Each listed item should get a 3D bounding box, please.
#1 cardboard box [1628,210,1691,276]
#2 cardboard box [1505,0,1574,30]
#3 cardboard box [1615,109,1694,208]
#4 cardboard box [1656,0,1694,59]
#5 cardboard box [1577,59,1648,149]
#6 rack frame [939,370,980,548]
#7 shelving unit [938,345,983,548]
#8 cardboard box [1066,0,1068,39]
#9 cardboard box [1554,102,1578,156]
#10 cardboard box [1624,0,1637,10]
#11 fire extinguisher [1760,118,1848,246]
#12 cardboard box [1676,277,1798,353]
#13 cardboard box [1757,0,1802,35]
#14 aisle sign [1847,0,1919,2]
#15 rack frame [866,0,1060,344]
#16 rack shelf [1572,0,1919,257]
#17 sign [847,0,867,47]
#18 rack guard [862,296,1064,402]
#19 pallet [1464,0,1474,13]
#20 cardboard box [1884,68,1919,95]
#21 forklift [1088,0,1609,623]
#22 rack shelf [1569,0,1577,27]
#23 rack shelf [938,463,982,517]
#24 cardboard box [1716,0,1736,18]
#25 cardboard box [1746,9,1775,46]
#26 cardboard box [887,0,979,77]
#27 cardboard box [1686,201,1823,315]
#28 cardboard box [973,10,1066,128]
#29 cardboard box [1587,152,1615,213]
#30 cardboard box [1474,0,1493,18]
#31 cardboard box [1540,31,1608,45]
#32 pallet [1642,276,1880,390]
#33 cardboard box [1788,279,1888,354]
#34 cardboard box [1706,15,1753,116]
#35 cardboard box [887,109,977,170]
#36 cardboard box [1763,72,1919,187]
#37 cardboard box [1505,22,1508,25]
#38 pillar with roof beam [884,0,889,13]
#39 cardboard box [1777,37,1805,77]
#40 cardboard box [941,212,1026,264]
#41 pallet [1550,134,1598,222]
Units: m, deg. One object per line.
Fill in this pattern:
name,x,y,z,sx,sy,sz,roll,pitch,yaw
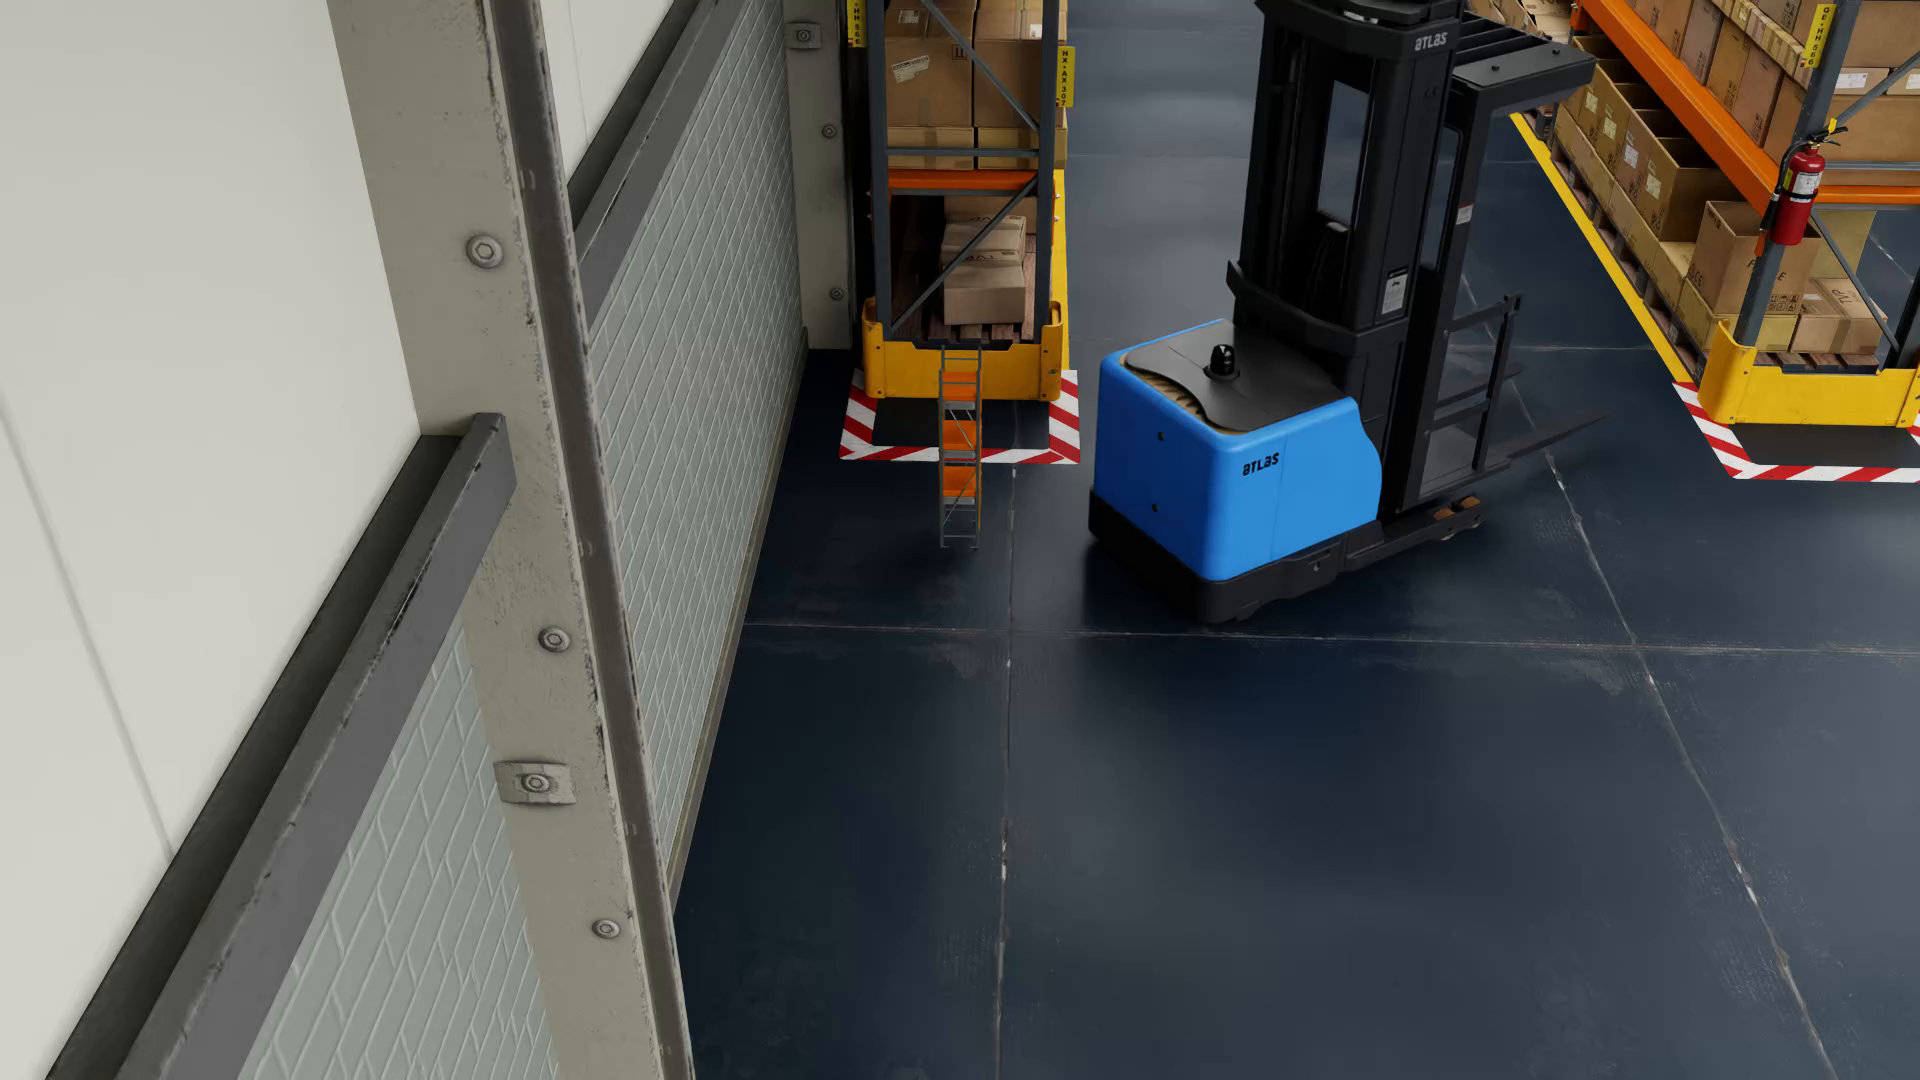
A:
cardboard box,4.717,-1.940,10.874,0.500,0.250,0.500,1,35,2
cardboard box,4.892,-4.403,13.890,0.500,0.311,0.500,1,35,2
cardboard box,4.735,-2.534,11.067,0.500,0.500,0.500,1,35,2
cardboard box,5.074,-3.496,10.975,0.700,0.500,0.500,2,35,3
cardboard box,4.781,-3.109,11.884,0.500,0.500,0.500,1,35,2
rack frame,-0.003,-0.390,8.338,0.200,1.050,0.008,1,35,2
shelving unit,0.002,-0.460,8.438,0.215,1.050,0.252,1,35,2
cardboard box,0.391,-3.217,10.125,0.500,0.500,0.500,0,35,0
cardboard box,4.803,-3.089,12.508,0.500,0.250,0.500,1,35,2
cardboard box,5.113,-4.087,11.816,0.700,0.500,0.500,0,35,1
fire extinguisher,4.495,-1.915,8.879,0.296,0.674,0.183,1,35,2
cardboard box,4.690,-1.365,10.056,0.500,0.250,0.500,1,35,2
cardboard box,5.013,-3.176,9.390,0.700,0.500,0.500,0,35,1
aisle sign,4.668,-3.036,8.146,0.394,0.787,0.004,1,35,2
rack frame,0.014,-2.116,9.097,1.000,3.000,0.127,1,35,2
rack shelf,5.044,-2.858,10.780,1.077,0.370,4.000,1,35,2
sign,-0.540,-2.743,8.708,0.100,0.325,0.005,1,35,2
rack guard,0.017,-1.137,9.878,1.175,0.500,0.348,1,35,2
pallet,5.213,-4.987,15.608,1.003,0.211,1.213,1,35,2
cardboard box,5.195,-2.530,9.036,0.380,0.149,0.250,1,35,2
forklift,2.189,-1.436,8.189,3.031,2.935,1.130,-20,40,-26
rack shelf,5.205,-5.156,14.049,1.077,0.370,4.000,1,35,2
rack shelf,0.002,-0.224,8.603,0.215,0.259,0.240,1,35,2
cardboard box,4.840,-3.278,10.100,0.380,0.149,0.250,2,35,3
cardboard box,4.821,-2.975,9.670,0.380,0.149,0.250,2,35,3
cardboard box,-0.149,-2.934,9.723,0.500,0.500,0.500,2,35,3
cardboard box,4.688,-1.672,9.840,0.500,0.500,0.500,1,35,2
cardboard box,0.334,-2.637,9.300,0.500,0.500,0.500,1,35,2
cardboard box,4.753,-2.515,11.691,0.500,0.250,0.500,1,35,2
cardboard box,4.937,-4.765,14.893,0.500,0.250,0.500,0,35,1
cardboard box,4.855,-3.817,13.057,0.500,0.311,0.500,1,35,2
pallet,4.953,-1.303,10.366,1.003,0.211,1.213,1,35,2
cardboard box,5.208,-1.353,10.039,0.500,0.250,0.500,1,35,2
cardboard box,5.038,-2.899,10.125,0.700,0.500,0.500,2,35,2
cardboard box,-0.161,-2.336,9.523,0.500,0.250,0.500,2,35,3
cardboard box,4.996,-2.312,9.290,0.700,0.500,0.500,1,35,2
cardboard box,4.894,-4.178,14.058,0.500,0.250,0.500,2,35,3
pillar with roof beam,3.721,-8.340,12.737,9.100,9.000,0.400,1,35,2
cardboard box,4.798,-2.684,9.255,0.380,0.149,0.250,2,35,3
cardboard box,0.155,-1.919,10.773,0.500,0.311,0.500,4,35,6
pallet,5.051,-2.705,12.361,1.003,0.211,1.213,1,35,2
